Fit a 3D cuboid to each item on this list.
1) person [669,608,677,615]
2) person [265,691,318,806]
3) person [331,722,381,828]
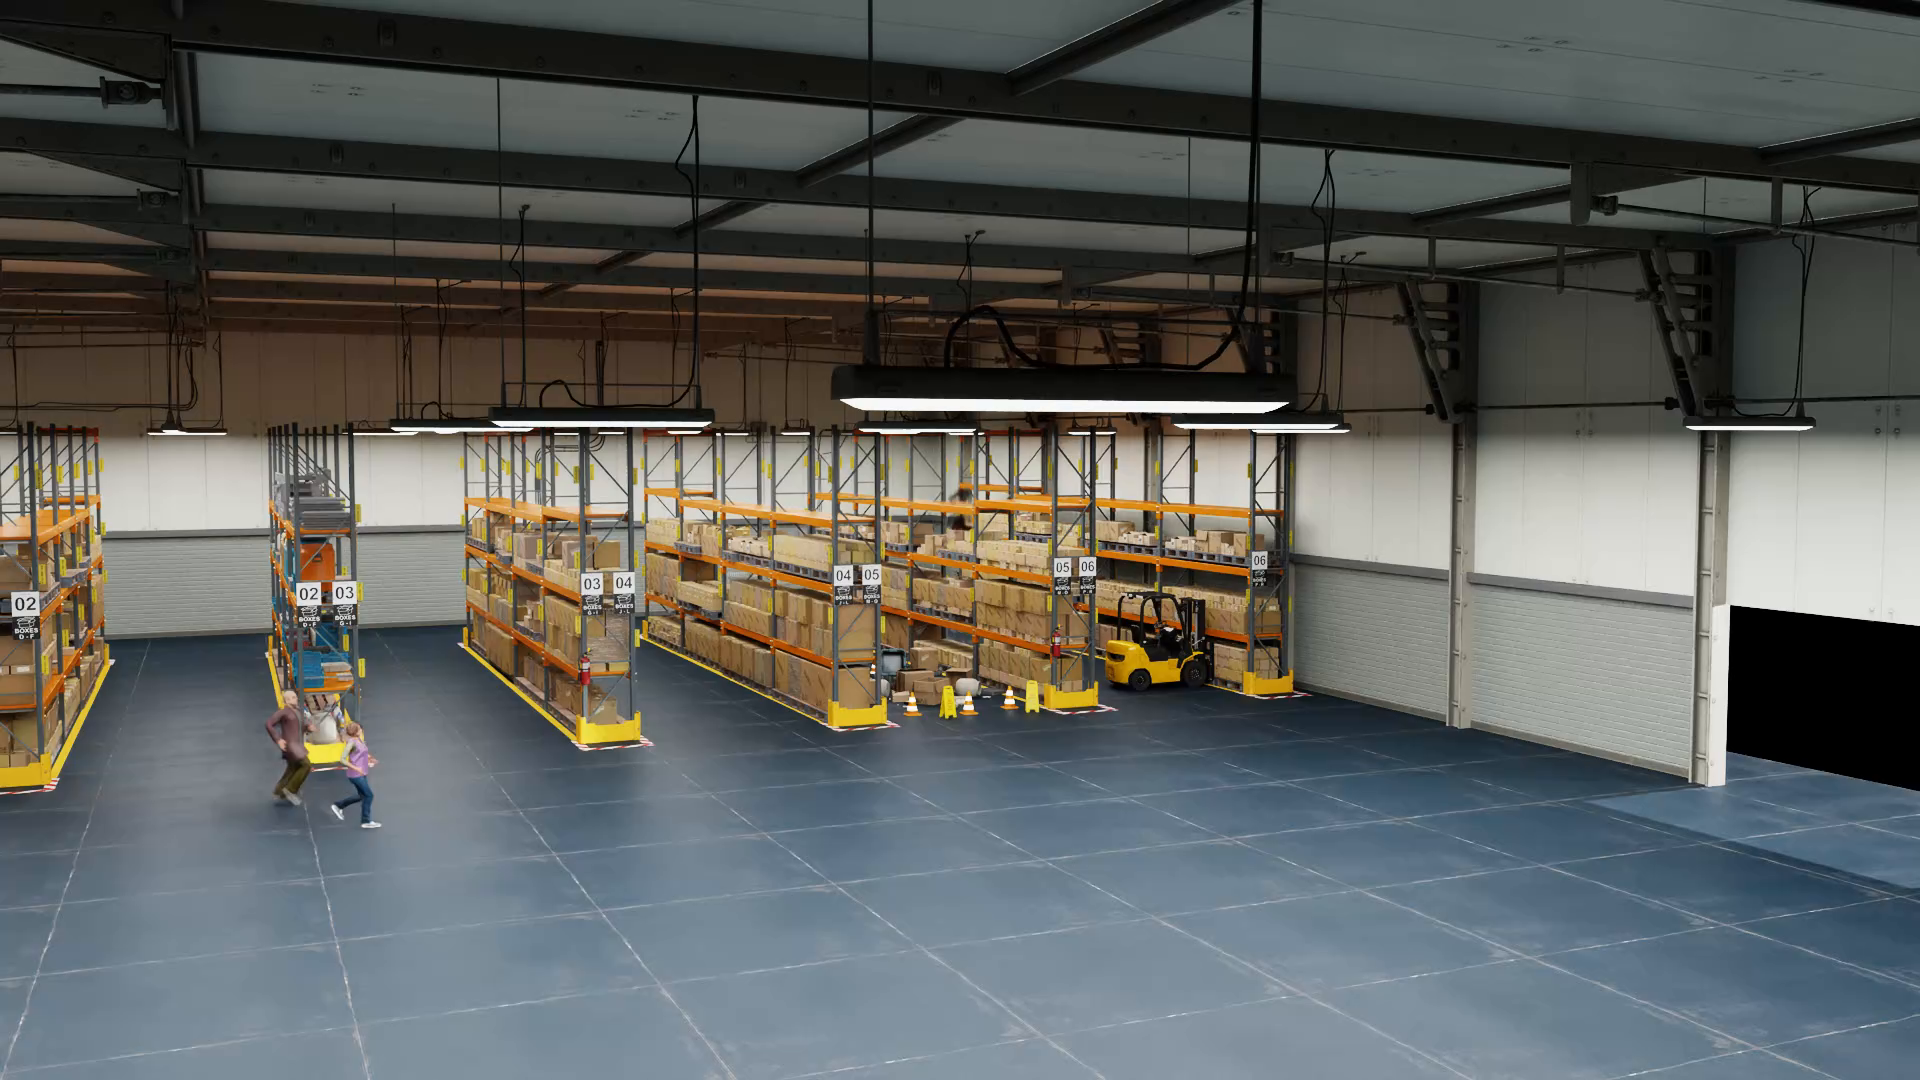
[{"bbox_3d":[-8.362,1.843,49.314,0.565,1.732,0.687,-2,4,-29],"label":"person"},{"bbox_3d":[-10.412,3.249,25.992,0.762,1.787,0.680,0,3,-1],"label":"person"},{"bbox_3d":[-8.878,3.449,24.376,0.730,1.560,0.546,0,3,-3],"label":"person"}]
